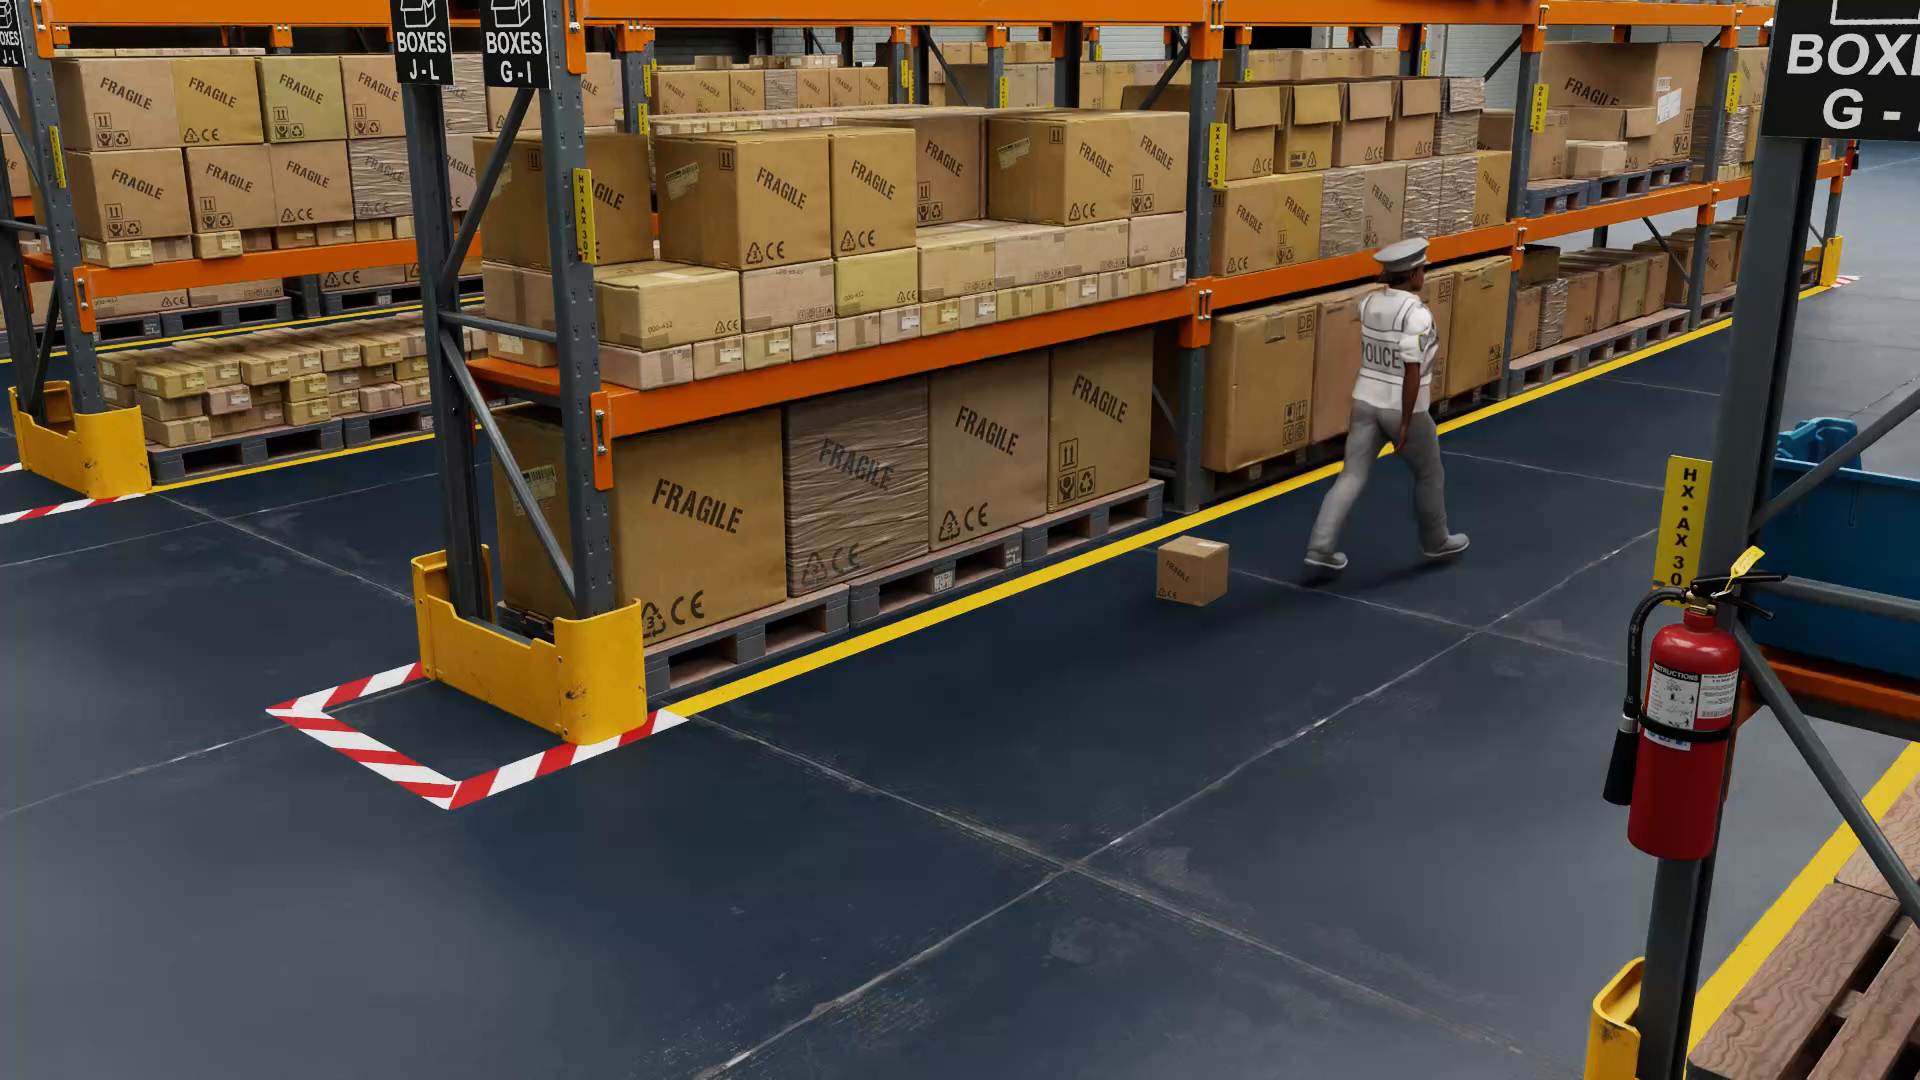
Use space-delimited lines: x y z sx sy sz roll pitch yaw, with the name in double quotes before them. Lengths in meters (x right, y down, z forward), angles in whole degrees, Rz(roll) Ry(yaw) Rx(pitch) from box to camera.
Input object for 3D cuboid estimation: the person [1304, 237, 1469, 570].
"person" 2.138 -0.667 8.143 1.024 1.623 0.452 -13 21 -35
